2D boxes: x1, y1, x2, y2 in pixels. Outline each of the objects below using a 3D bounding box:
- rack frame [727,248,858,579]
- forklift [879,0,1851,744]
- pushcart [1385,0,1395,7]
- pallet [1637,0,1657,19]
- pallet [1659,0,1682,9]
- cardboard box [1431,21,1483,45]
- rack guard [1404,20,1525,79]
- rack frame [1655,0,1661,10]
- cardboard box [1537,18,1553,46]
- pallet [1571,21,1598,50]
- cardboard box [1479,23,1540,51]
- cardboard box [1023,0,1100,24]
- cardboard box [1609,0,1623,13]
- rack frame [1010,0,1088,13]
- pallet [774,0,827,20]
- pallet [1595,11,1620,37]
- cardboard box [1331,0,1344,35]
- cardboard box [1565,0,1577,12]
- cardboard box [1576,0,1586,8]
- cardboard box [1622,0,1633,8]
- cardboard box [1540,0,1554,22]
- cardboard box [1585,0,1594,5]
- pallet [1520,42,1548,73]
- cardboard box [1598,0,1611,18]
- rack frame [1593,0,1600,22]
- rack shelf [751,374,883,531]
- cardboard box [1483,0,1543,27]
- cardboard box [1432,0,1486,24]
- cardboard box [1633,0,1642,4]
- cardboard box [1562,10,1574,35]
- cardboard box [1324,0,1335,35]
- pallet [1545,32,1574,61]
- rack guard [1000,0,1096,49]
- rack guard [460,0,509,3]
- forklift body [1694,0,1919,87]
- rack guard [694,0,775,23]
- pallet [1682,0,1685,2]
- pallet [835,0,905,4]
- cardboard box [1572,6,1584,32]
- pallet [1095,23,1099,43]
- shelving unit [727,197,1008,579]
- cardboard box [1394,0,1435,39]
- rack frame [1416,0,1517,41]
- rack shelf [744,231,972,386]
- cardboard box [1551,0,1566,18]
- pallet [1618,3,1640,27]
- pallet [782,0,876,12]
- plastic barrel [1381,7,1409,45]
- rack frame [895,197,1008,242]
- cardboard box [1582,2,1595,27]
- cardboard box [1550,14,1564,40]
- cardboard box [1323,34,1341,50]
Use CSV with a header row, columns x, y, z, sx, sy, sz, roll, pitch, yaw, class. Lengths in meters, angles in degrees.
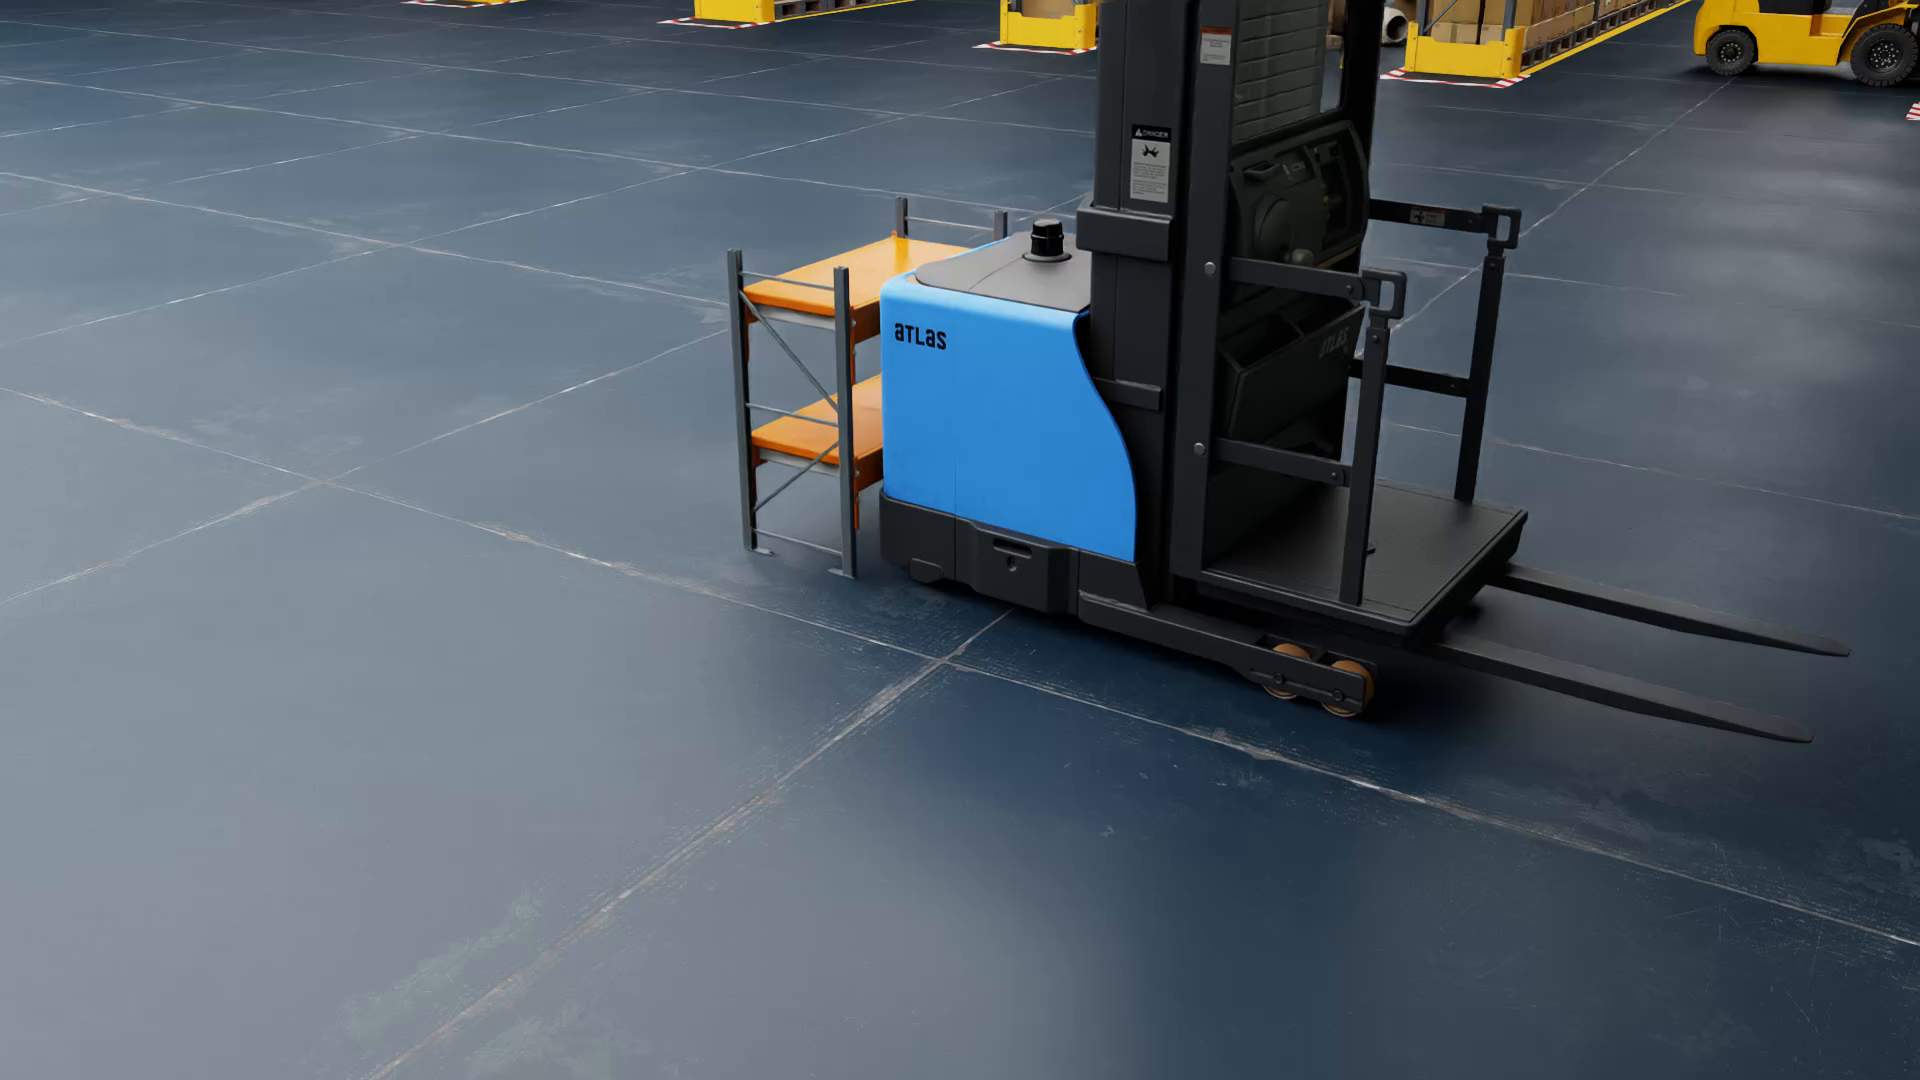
x,y,z,sx,sy,sz,roll,pitch,yaw,class
-0.586,-0.435,5.839,0.500,1.125,0.032,14,27,30,rack frame
1.217,-1.052,4.990,3.031,2.935,1.130,15,28,31,forklift
5.467,-6.955,21.842,1.648,0.377,0.936,5,24,11,pushcart
9.127,-7.505,23.320,1.003,0.211,1.213,14,27,29,pallet
10.020,-8.019,24.507,1.003,0.211,1.213,14,27,29,pallet
5.531,-5.616,18.380,0.500,0.250,0.500,14,27,29,cardboard box
5.360,-5.226,17.694,1.175,0.500,0.348,14,27,29,rack guard
9.540,-9.048,23.375,1.000,3.000,0.127,14,27,29,rack frame
6.256,-5.664,18.490,0.500,0.250,0.500,15,28,31,cardboard box
7.106,-6.184,20.270,1.003,0.211,1.213,14,27,29,pallet
5.981,-5.493,18.096,0.500,0.250,0.500,14,27,29,cardboard box
1.363,-6.811,20.354,0.875,0.875,0.875,14,27,29,cardboard box
8.081,-7.106,21.667,0.950,0.372,0.625,16,28,32,cardboard box
1.062,-7.351,19.455,1.000,3.000,0.127,14,27,29,rack frame
-2.600,-7.437,23.164,1.003,0.211,1.213,14,27,29,pallet
7.840,-6.681,21.418,1.003,0.211,1.213,14,27,29,pallet
4.582,-6.705,20.935,0.797,0.637,0.503,14,27,29,cardboard box
6.811,-6.373,19.183,0.500,0.500,0.500,15,28,32,cardboard box
7.079,-6.545,19.582,0.500,0.500,0.500,14,27,30,cardboard box
8.446,-7.341,22.210,0.950,0.372,0.625,15,28,31,cardboard box
6.265,-6.023,18.375,0.500,0.500,0.500,13,26,27,cardboard box
7.346,-6.717,19.979,0.500,0.500,0.500,13,27,28,cardboard box
5.819,-5.361,18.367,1.003,0.211,1.213,14,27,29,pallet
7.705,-6.862,21.105,0.950,0.372,0.625,14,27,30,cardboard box
7.430,-7.698,20.256,1.000,3.000,0.127,14,27,29,rack frame
-0.312,-0.381,6.330,0.538,0.278,1.000,14,27,30,rack shelf
5.993,-5.845,17.965,0.500,0.500,0.500,13,27,27,cardboard box
5.521,-5.948,18.202,0.500,0.500,0.500,14,27,29,cardboard box
8.851,-7.595,22.799,0.950,0.372,0.625,13,27,28,cardboard box
6.802,-6.020,19.314,0.500,0.250,0.500,14,27,30,cardboard box
4.096,-6.326,20.229,0.797,0.503,0.637,-3,24,-7,cardboard box
6.463,-5.771,19.315,1.003,0.211,1.213,14,27,29,pallet
1.049,-6.196,19.933,1.175,0.500,0.348,14,27,29,rack guard
-7.307,-8.351,24.911,1.175,0.500,0.348,14,27,29,rack guard
8.990,-5.942,17.268,2.313,2.155,1.214,14,27,29,forklift body
-3.059,-7.303,22.491,1.175,0.500,0.348,14,27,29,rack guard
10.664,-8.429,25.454,1.003,0.211,1.213,14,27,29,pallet
-1.313,-8.261,25.067,1.003,0.211,1.213,14,27,29,pallet
7.074,-6.191,19.708,0.500,0.250,0.500,13,27,28,cardboard box
1.417,-6.358,20.670,1.003,0.211,1.213,14,27,29,pallet
-0.312,-0.605,6.232,0.538,1.125,1.048,14,27,30,shelving unit
5.709,-6.475,20.576,0.500,0.500,0.500,-7,24,-17,cardboard box
5.320,-6.348,17.138,1.000,3.000,0.127,14,27,29,rack frame
-0.312,-0.874,6.116,0.538,0.278,1.000,14,27,30,rack shelf
6.536,-6.190,18.762,0.500,0.500,0.500,14,27,30,cardboard box
8.482,-7.095,22.373,1.003,0.211,1.213,14,27,29,pallet
-1.956,-7.848,24.112,1.003,0.211,1.213,14,27,29,pallet
5.124,-6.180,19.993,0.421,0.421,0.512,-7,24,-17,plastic barrel
-0.038,-0.776,6.625,0.500,1.125,0.032,14,27,30,rack frame
7.347,-6.373,20.128,0.500,0.250,0.500,15,28,31,cardboard box
6.533,-5.851,18.921,0.500,0.250,0.500,16,28,32,cardboard box
4.295,-5.905,19.703,0.250,0.149,0.380,-12,26,-26,cardboard box
